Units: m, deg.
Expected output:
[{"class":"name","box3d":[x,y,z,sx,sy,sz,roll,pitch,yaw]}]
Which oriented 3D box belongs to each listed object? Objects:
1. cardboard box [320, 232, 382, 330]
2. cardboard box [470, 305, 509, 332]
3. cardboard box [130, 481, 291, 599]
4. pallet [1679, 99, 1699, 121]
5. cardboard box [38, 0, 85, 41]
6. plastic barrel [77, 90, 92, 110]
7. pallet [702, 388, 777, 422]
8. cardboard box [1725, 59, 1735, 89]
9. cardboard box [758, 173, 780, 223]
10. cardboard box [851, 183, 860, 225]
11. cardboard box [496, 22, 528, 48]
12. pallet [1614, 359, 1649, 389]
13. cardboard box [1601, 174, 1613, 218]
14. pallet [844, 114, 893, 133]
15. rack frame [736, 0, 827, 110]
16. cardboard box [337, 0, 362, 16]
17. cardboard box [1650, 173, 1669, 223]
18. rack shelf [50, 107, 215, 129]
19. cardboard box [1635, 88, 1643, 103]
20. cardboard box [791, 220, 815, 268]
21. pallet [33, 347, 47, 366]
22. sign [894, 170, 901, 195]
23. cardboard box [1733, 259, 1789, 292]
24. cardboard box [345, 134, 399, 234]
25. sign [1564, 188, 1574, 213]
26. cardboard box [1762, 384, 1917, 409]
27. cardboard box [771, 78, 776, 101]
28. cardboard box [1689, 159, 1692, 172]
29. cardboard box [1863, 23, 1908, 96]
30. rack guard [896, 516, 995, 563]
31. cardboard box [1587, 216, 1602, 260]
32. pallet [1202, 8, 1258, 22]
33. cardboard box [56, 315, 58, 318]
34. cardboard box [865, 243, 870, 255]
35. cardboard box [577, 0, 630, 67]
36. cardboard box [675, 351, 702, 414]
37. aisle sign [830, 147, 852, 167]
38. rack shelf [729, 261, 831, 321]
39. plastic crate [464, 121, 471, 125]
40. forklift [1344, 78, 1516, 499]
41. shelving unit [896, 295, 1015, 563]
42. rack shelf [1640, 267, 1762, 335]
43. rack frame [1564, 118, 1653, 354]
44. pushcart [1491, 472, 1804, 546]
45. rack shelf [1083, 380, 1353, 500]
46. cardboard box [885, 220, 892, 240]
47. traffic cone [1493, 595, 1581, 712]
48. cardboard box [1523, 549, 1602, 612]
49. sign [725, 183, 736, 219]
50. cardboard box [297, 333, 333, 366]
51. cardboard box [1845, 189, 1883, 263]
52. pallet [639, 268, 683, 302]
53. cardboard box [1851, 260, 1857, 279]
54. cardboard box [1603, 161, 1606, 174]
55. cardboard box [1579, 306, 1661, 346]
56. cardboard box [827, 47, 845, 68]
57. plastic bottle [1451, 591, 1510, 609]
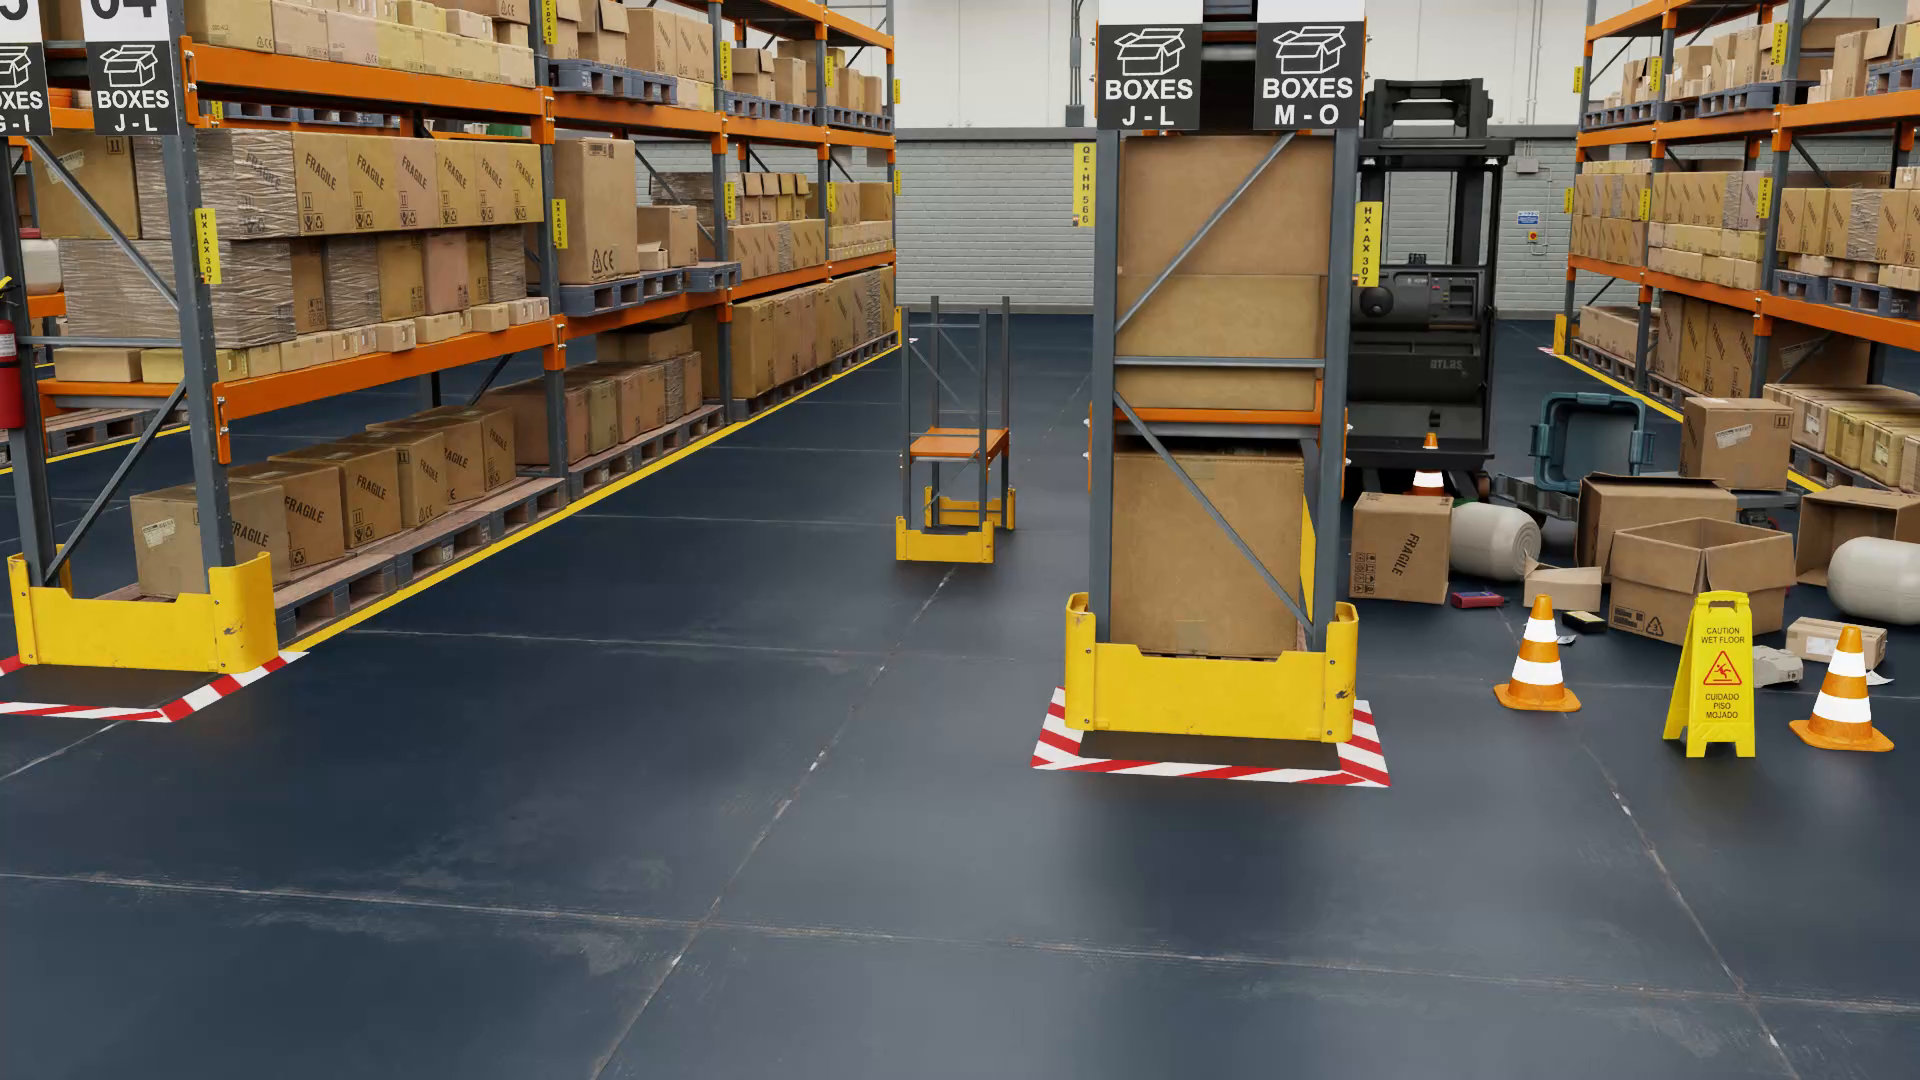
[{"class":"cardboard box","box3d":[-3.661,-1.407,8.958,0.875,0.500,0.500,2,12,9]},{"class":"cardboard box","box3d":[-3.052,-1.386,10.403,0.380,0.149,0.250,2,12,9]},{"class":"cardboard box","box3d":[-3.738,-0.001,8.315,0.500,0.500,0.500,4,13,19]},{"class":"pallet","box3d":[7.694,-4.246,16.408,0.805,0.209,1.217,1,12,6]},{"class":"cardboard box","box3d":[-4.028,-2.390,7.699,0.500,0.250,0.500,2,12,10]},{"class":"plastic barrel","box3d":[-7.479,-3.841,14.403,0.301,0.262,0.301,0,12,0]},{"class":"pallet","box3d":[-2.425,-1.352,16.267,1.003,0.211,1.213,2,12,9]},{"class":"cardboard box","box3d":[7.038,-4.137,14.770,0.396,0.266,0.258,2,12,7]},{"class":"cardboard box","box3d":[-2.292,-3.520,17.088,0.797,0.503,0.637,2,12,10]},{"class":"cardboard box","box3d":[-1.520,-4.127,20.394,0.500,0.500,0.500,1,12,7]},{"class":"cardboard box","box3d":[-3.000,-3.232,10.660,0.380,0.149,0.250,2,12,10]},{"class":"pallet","box3d":[7.981,-1.858,18.613,1.003,0.211,1.213,2,12,9]},{"class":"cardboard box","box3d":[7.827,-4.026,19.443,0.500,0.500,0.500,2,12,9]},{"class":"pallet","box3d":[-1.494,-5.487,21.926,1.003,0.211,1.213,2,12,9]},{"class":"rack frame","box3d":[-2.005,-6.319,18.455,1.000,3.000,0.127,2,12,9]},{"class":"cardboard box","box3d":[-3.346,-2.796,8.636,0.380,0.149,0.250,1,12,6]},{"class":"cardboard box","box3d":[7.435,-3.521,17.099,0.500,0.500,0.500,2,12,9]},{"class":"rack shelf","box3d":[-7.822,-3.413,13.796,1.077,0.370,4.000,2,12,9]},{"class":"cardboard box","box3d":[7.609,-4.861,18.173,0.380,0.149,0.250,2,12,10]},{"class":"cardboard box","box3d":[-1.890,-3.226,18.107,0.500,0.500,0.500,2,12,10]},{"class":"pallet","box3d":[-11.881,-2.174,20.082,1.003,0.211,1.213,2,12,9]},{"class":"sign","box3d":[-0.856,-4.880,22.709,0.100,0.325,0.005,2,12,9]},{"class":"cardboard box","box3d":[6.993,-2.273,14.276,0.500,0.250,0.500,1,12,7]},{"class":"cardboard box","box3d":[-3.338,-1.885,8.804,0.500,0.500,0.500,2,12,9]},{"class":"sign","box3d":[7.854,-4.379,21.450,0.100,0.325,0.005,2,12,9]},{"class":"cardboard box","box3d":[7.075,-1.036,13.421,0.950,0.372,0.625,1,12,5]},{"class":"cardboard box","box3d":[-2.263,-4.789,17.690,0.500,0.311,0.500,1,12,7]},{"class":"cardboard box","box3d":[8.113,-4.086,18.182,0.380,0.149,0.250,2,12,8]},{"class":"cardboard box","box3d":[6.965,-3.431,11.929,0.797,0.503,0.637,2,12,9]},{"class":"rack guard","box3d":[-0.088,-0.003,9.912,0.587,0.250,0.087,2,12,9]},{"class":"cardboard box","box3d":[7.898,-3.645,20.048,0.500,0.500,0.500,2,12,8]},{"class":"pallet","box3d":[1.324,-2.539,8.246,1.003,0.211,1.213,2,12,9]},{"class":"cardboard box","box3d":[-11.986,-2.829,21.390,0.500,0.500,0.500,2,12,9]},{"class":"cardboard box","box3d":[-1.355,-3.693,21.107,0.380,0.149,0.250,2,12,10]},{"class":"cardboard box","box3d":[-2.922,-3.734,12.338,0.797,0.503,0.637,2,12,11]},{"class":"cardboard box","box3d":[-2.704,-1.407,14.790,0.700,0.500,0.500,1,12,6]},{"class":"aisle sign","box3d":[-1.676,-5.515,22.791,0.394,0.787,0.004,2,12,9]},{"class":"rack shelf","box3d":[-2.313,-2.618,17.231,1.077,0.370,4.000,2,12,9]},{"class":"plastic crate","box3d":[-6.791,-5.506,21.951,0.504,0.338,0.767,2,12,9]},{"class":"forklift","box3d":[3.289,-1.803,11.902,1.130,2.935,3.031,3,12,12]},{"class":"shelving unit","box3d":[-0.012,-0.717,10.262,0.587,1.500,1.083,2,12,9]},{"class":"rack shelf","box3d":[7.479,-2.297,15.741,1.077,0.370,4.000,2,12,9]},{"class":"rack frame","box3d":[8.402,-3.898,21.461,1.000,3.000,0.127,2,12,9]},{"class":"pushcart","box3d":[4.296,-0.182,10.440,1.648,0.377,0.936,-2,12,-11]},{"class":"rack shelf","box3d":[1.342,-0.771,8.660,1.077,0.370,4.000,2,12,9]},{"class":"cardboard box","box3d":[-1.202,-4.182,22.427,0.500,0.250,0.500,2,12,8]},{"class":"traffic cone","box3d":[2.519,0.469,7.219,0.336,0.463,0.334,2,12,9]},{"class":"cardboard box","box3d":[3.205,0.215,8.867,0.396,0.266,0.258,4,13,18]},{"class":"sign","box3d":[-2.083,-3.065,15.037,0.100,0.325,0.005,2,12,9]},{"class":"cardboard box","box3d":[-3.443,-0.973,8.484,0.380,0.149,0.250,2,12,9]},{"class":"cardboard box","box3d":[6.641,-2.223,11.747,0.500,0.500,0.500,1,12,7]},{"class":"pallet","box3d":[-2.885,-2.047,13.325,1.003,0.211,1.213,2,12,9]},{"class":"cardboard box","box3d":[6.746,-1.971,12.118,0.380,0.149,0.250,2,12,11]},{"class":"cardboard box","box3d":[7.860,-4.418,19.724,0.380,0.149,0.250,2,12,9]},{"class":"cardboard box","box3d":[8.399,-2.710,21.034,0.875,0.438,0.875,1,12,7]},{"class":"cardboard box","box3d":[-1.711,-5.935,20.541,0.500,0.250,0.500,1,12,7]},{"class":"plastic bottle","box3d":[2.779,0.318,8.873,0.283,0.061,0.133,-2,12,-11]}]
